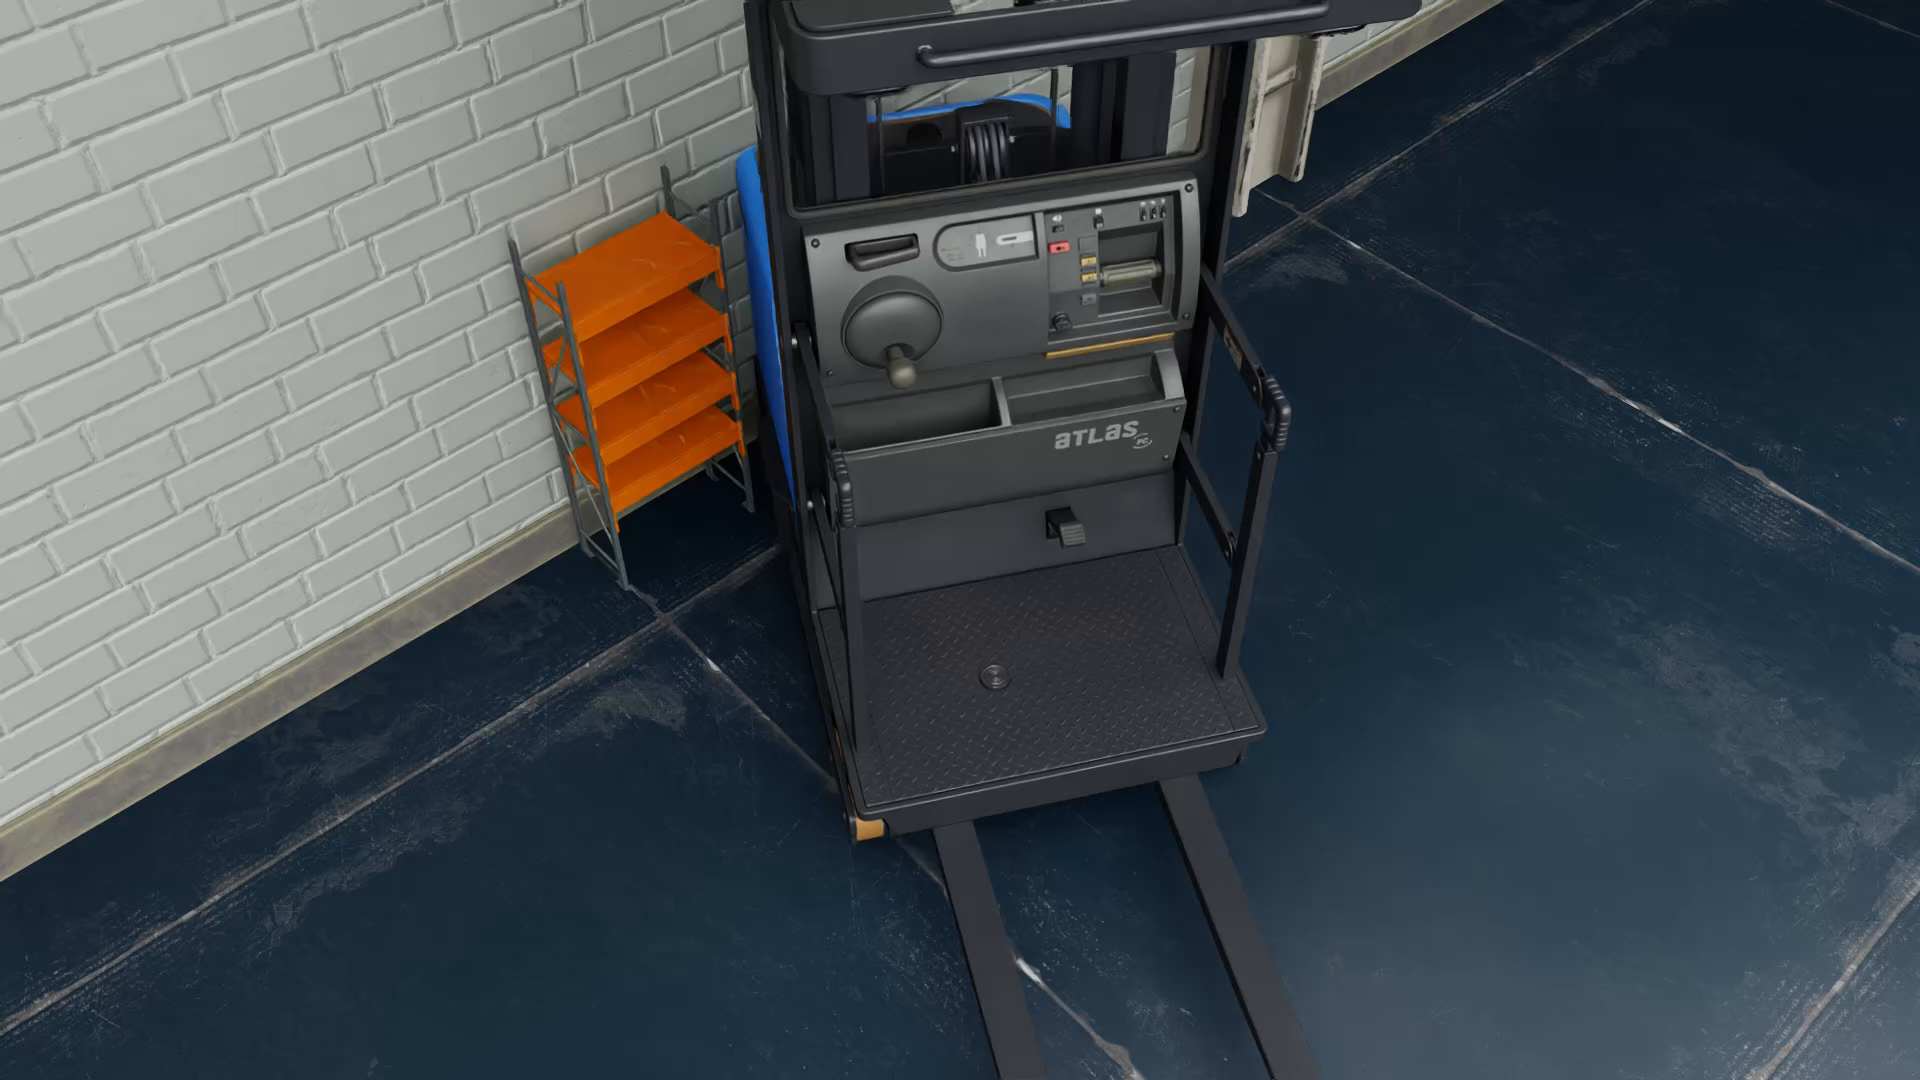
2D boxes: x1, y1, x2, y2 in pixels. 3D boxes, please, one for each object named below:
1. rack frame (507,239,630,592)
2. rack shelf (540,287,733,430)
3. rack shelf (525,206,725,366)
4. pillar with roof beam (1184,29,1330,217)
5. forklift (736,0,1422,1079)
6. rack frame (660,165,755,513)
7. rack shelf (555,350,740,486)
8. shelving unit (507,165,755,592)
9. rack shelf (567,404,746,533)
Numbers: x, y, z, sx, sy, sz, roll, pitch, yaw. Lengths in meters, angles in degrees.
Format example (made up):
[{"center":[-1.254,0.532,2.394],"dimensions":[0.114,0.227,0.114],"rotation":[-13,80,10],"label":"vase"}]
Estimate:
[{"center":[-1.097,-0.313,4.720],"dimensions":[0.015,1.200,0.240],"rotation":[-34,57,-27],"label":"rack frame"},{"center":[-0.917,-0.540,4.716],"dimensions":[0.480,0.148,0.258],"rotation":[-34,57,-27],"label":"rack shelf"},{"center":[-0.915,-0.699,4.541],"dimensions":[0.480,0.148,0.258],"rotation":[-34,57,-27],"label":"rack shelf"},{"center":[4.006,-2.131,1.093],"dimensions":[0.400,9.000,9.100],"rotation":[-34,56,-27],"label":"pillar with roof beam"},{"center":[0.163,-0.502,3.719],"dimensions":[1.130,2.935,3.031],"rotation":[-10,48,-9],"label":"forklift"},{"center":[-0.740,-0.557,4.945],"dimensions":[0.015,1.200,0.240],"rotation":[-34,57,-27],"label":"rack frame"},{"center":[-0.919,-0.390,4.882],"dimensions":[0.480,0.148,0.258],"rotation":[-34,57,-27],"label":"rack shelf"},{"center":[-0.918,-0.435,4.832],"dimensions":[0.503,1.200,0.258],"rotation":[-34,57,-27],"label":"shelving unit"},{"center":[-0.920,-0.257,5.029],"dimensions":[0.480,0.148,0.258],"rotation":[-34,57,-27],"label":"rack shelf"}]
